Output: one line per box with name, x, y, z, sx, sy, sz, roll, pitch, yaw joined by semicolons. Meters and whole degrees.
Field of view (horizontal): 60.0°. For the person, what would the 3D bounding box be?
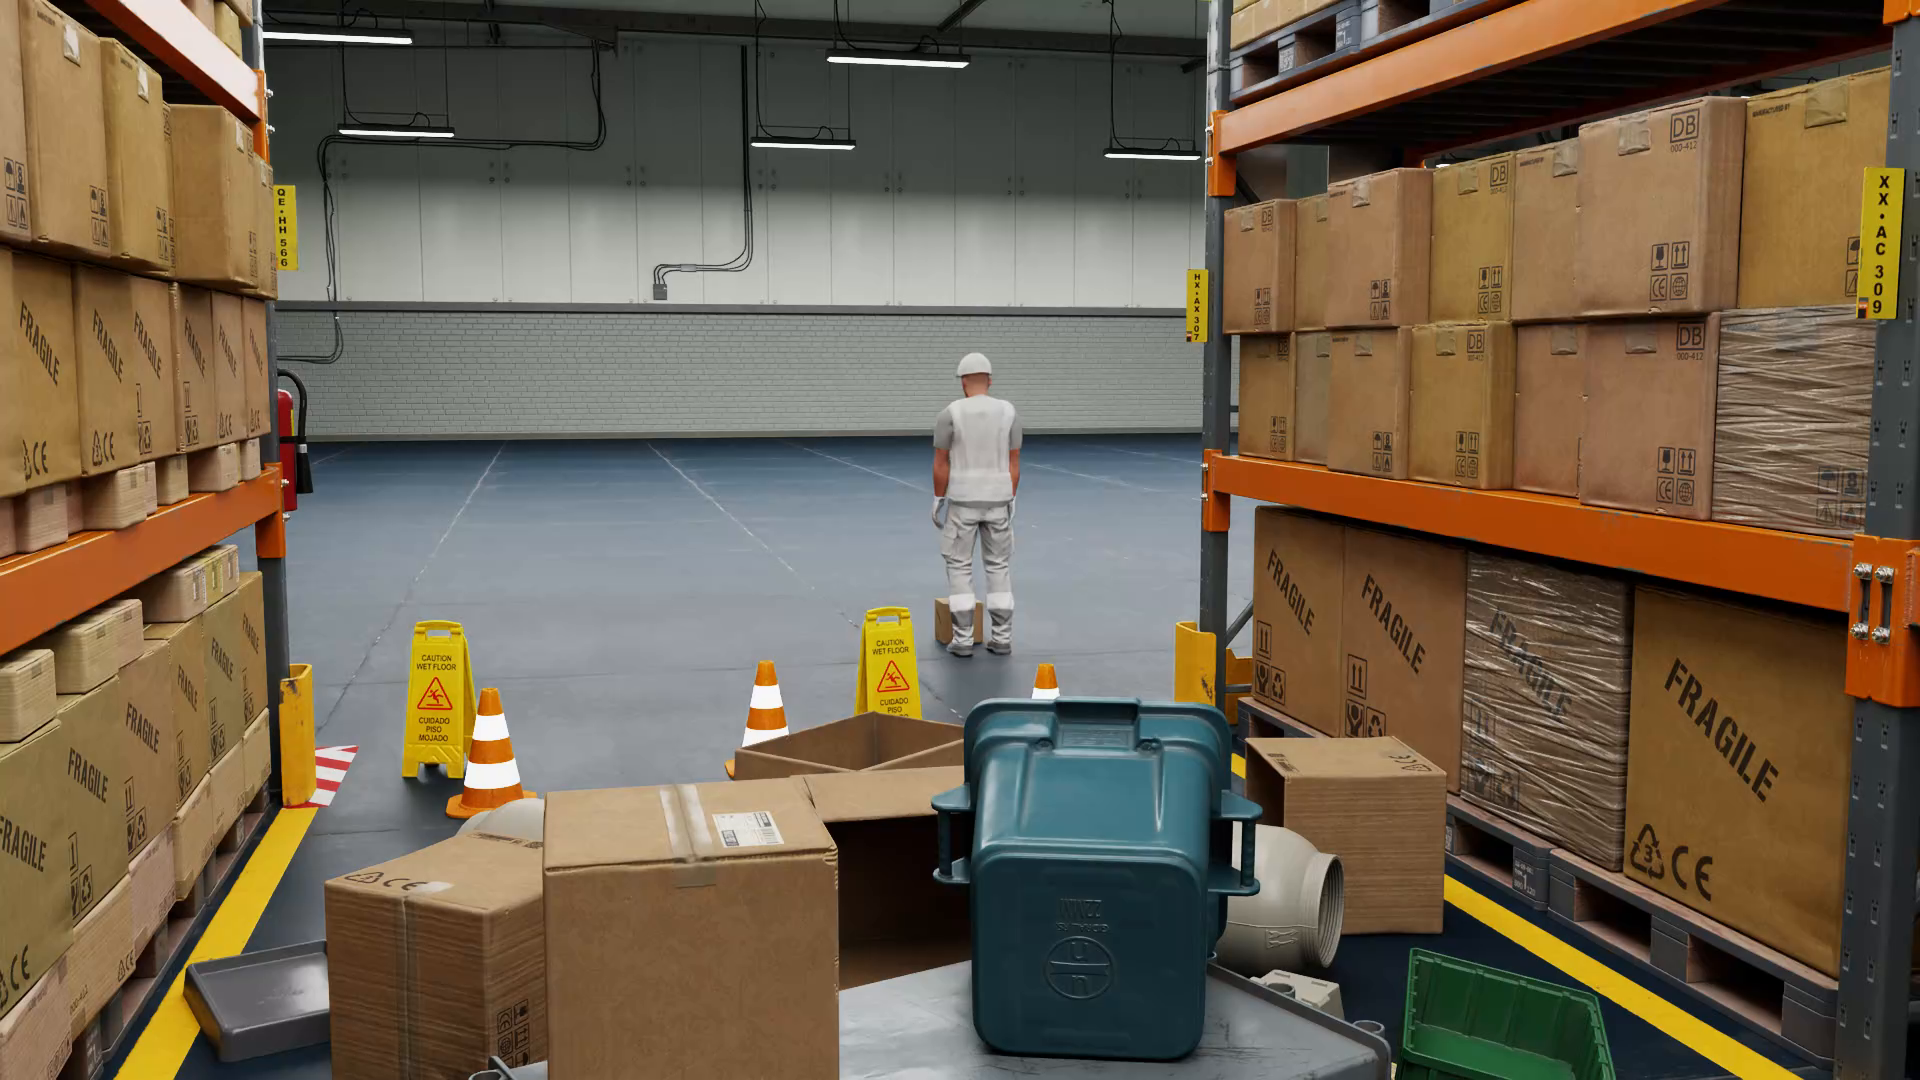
person;0.095;-0.210;9.831;0.529;1.779;0.357;-1;6;-13
